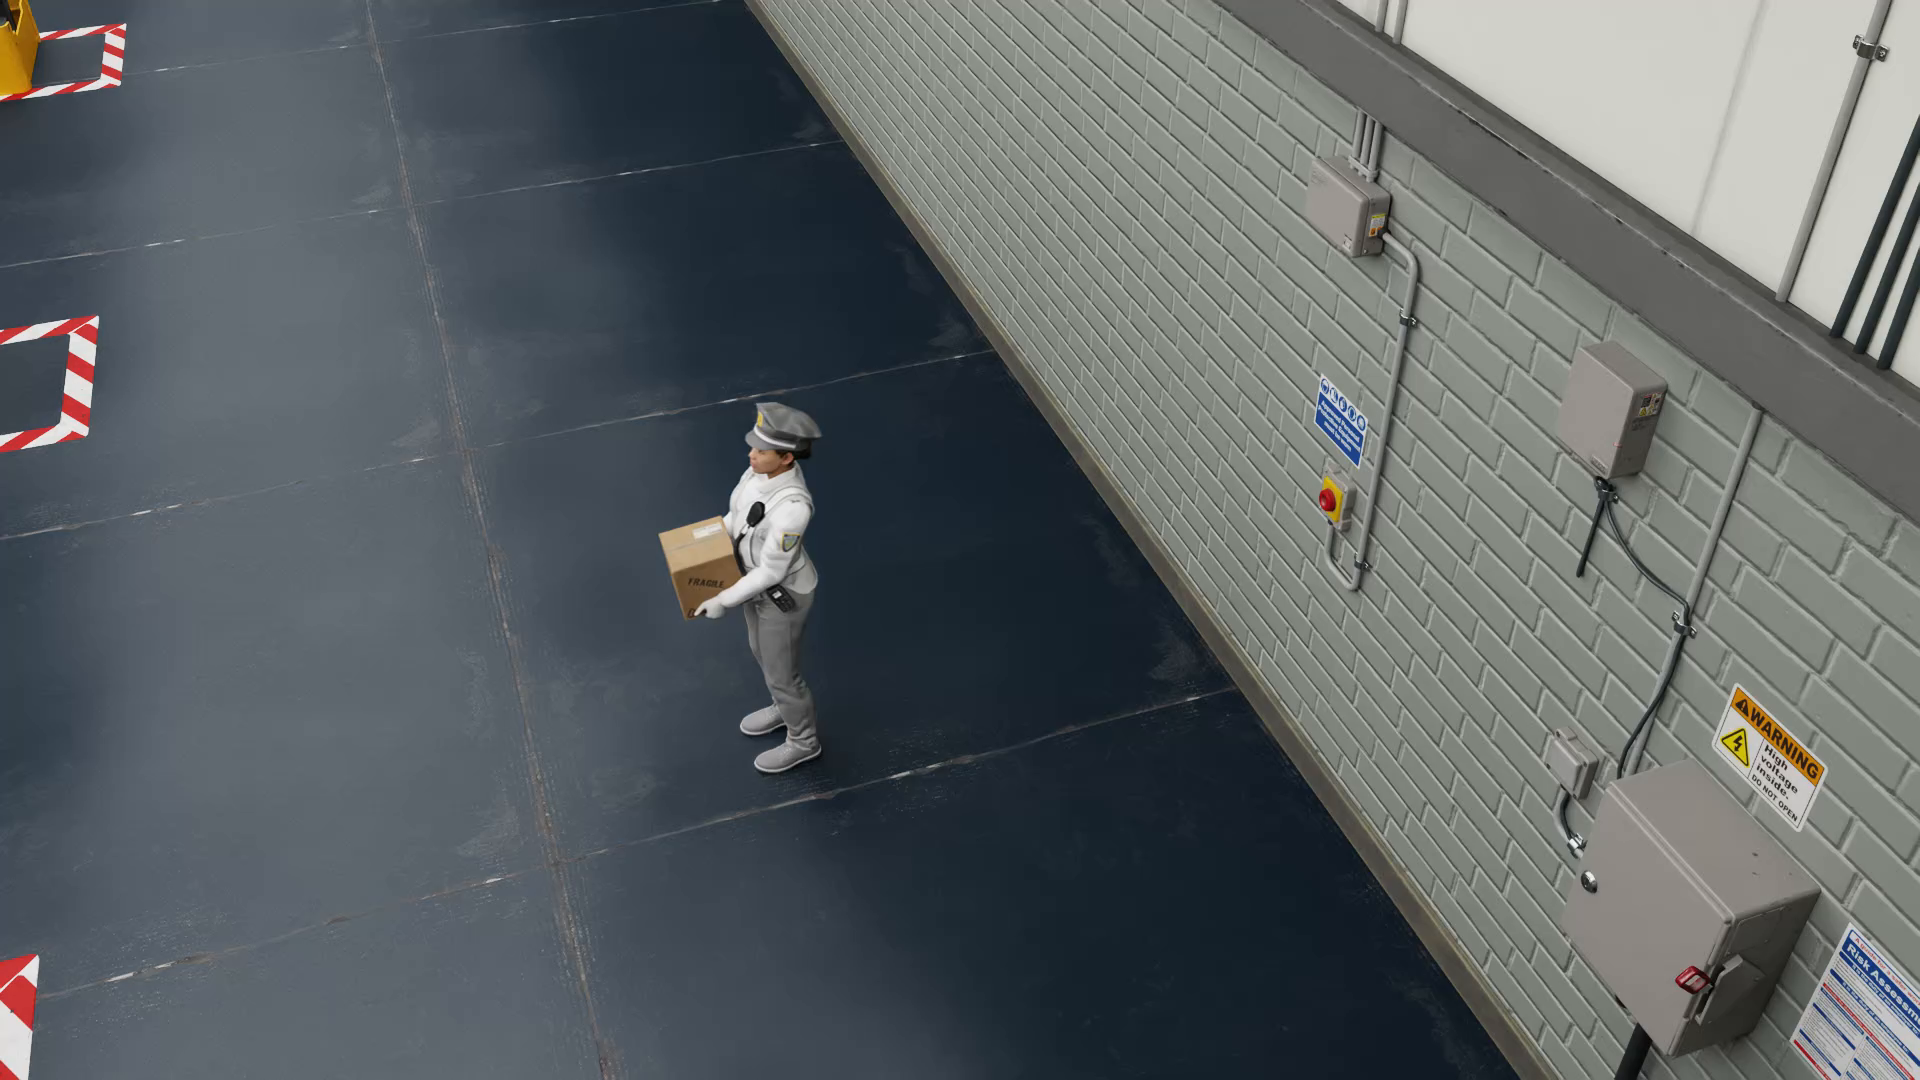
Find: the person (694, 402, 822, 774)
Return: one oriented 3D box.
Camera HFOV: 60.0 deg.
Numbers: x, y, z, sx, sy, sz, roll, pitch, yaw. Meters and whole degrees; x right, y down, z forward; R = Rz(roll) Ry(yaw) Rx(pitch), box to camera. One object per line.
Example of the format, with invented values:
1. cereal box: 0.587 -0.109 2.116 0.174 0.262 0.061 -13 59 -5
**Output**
1. person: -0.787 0.198 6.509 0.556 1.686 0.459 -12 40 -15
